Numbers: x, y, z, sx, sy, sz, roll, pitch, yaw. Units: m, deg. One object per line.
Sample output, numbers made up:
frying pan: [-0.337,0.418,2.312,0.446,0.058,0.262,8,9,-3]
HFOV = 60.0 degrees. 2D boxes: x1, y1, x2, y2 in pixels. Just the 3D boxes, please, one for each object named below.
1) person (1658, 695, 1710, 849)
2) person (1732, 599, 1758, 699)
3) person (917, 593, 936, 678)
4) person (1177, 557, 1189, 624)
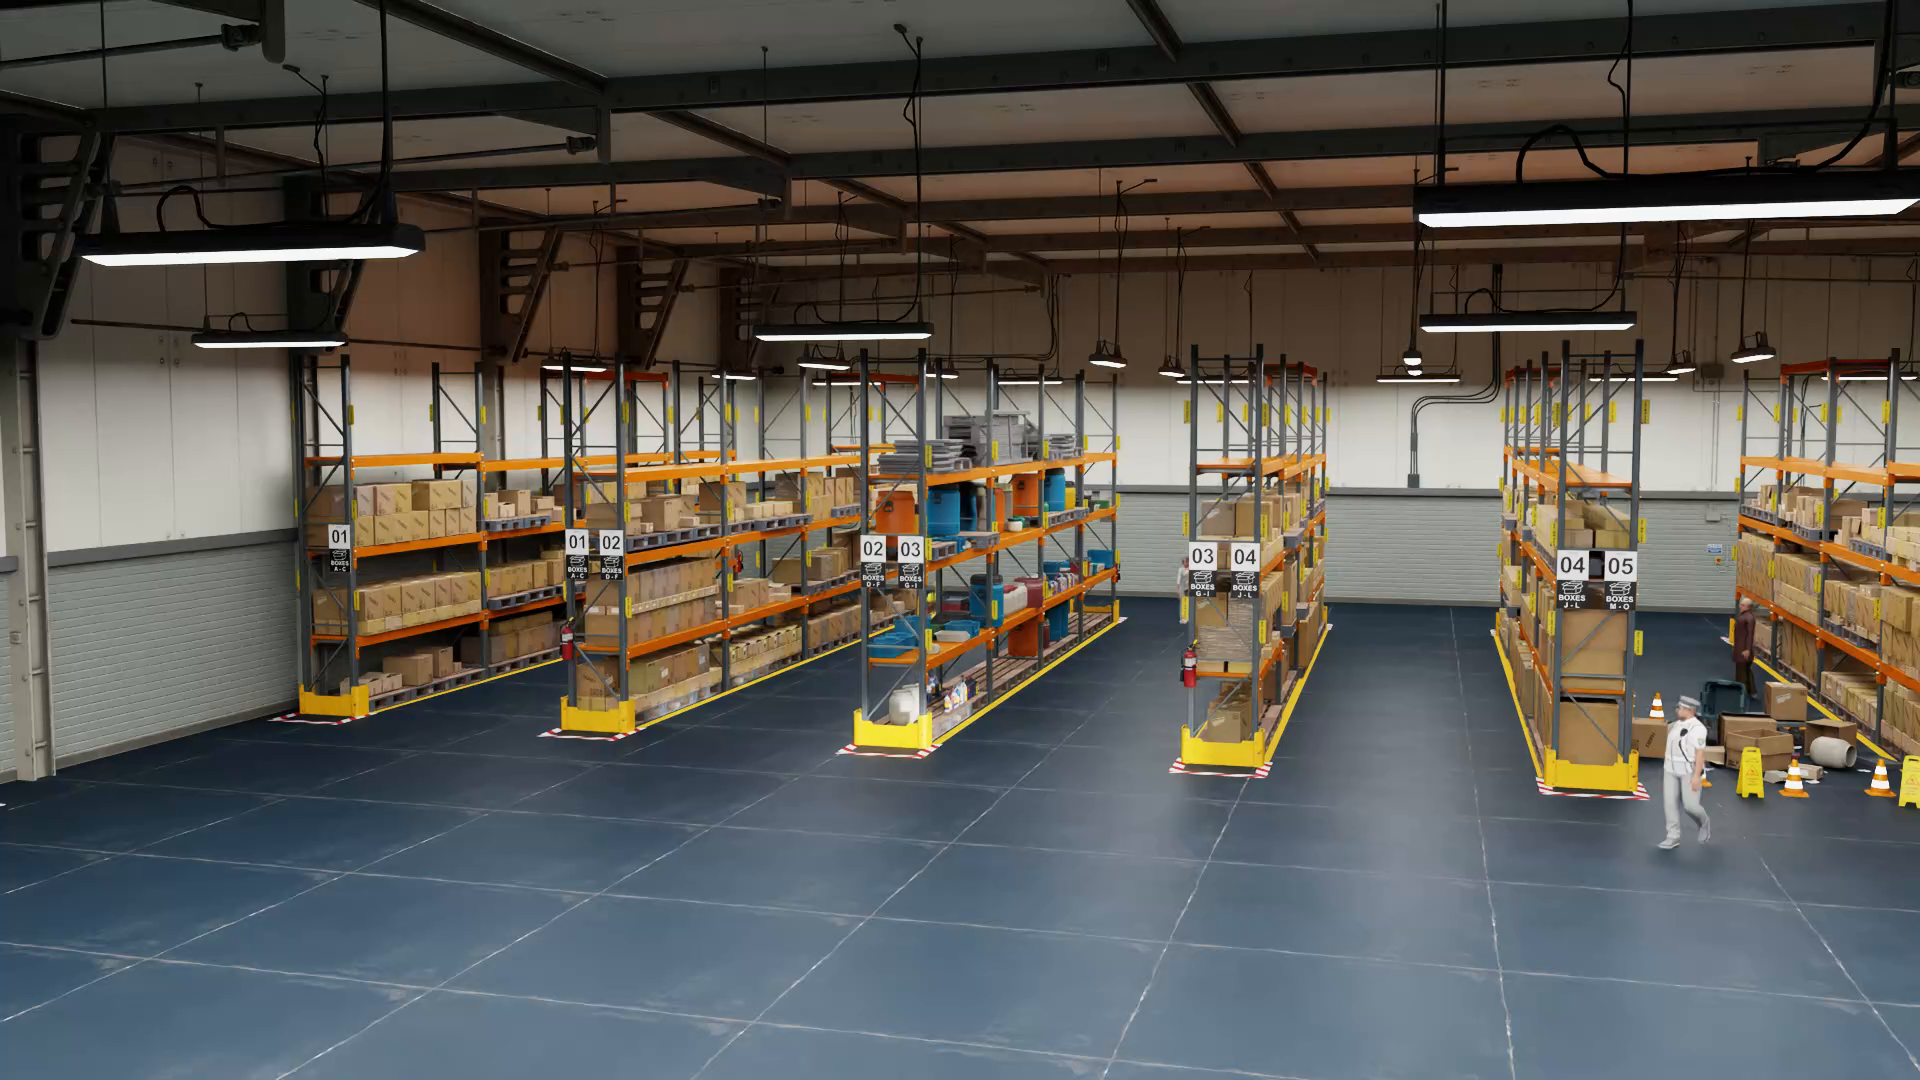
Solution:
person: [8.378,2.667,19.171,0.646,1.765,0.502,-4,6,-39]
person: [13.831,1.920,29.340,0.489,1.784,0.603,3,5,37]
person: [-0.546,1.853,30.159,0.596,1.777,0.394,4,6,40]
person: [5.471,1.209,40.143,0.456,1.601,0.529,-1,4,-14]
